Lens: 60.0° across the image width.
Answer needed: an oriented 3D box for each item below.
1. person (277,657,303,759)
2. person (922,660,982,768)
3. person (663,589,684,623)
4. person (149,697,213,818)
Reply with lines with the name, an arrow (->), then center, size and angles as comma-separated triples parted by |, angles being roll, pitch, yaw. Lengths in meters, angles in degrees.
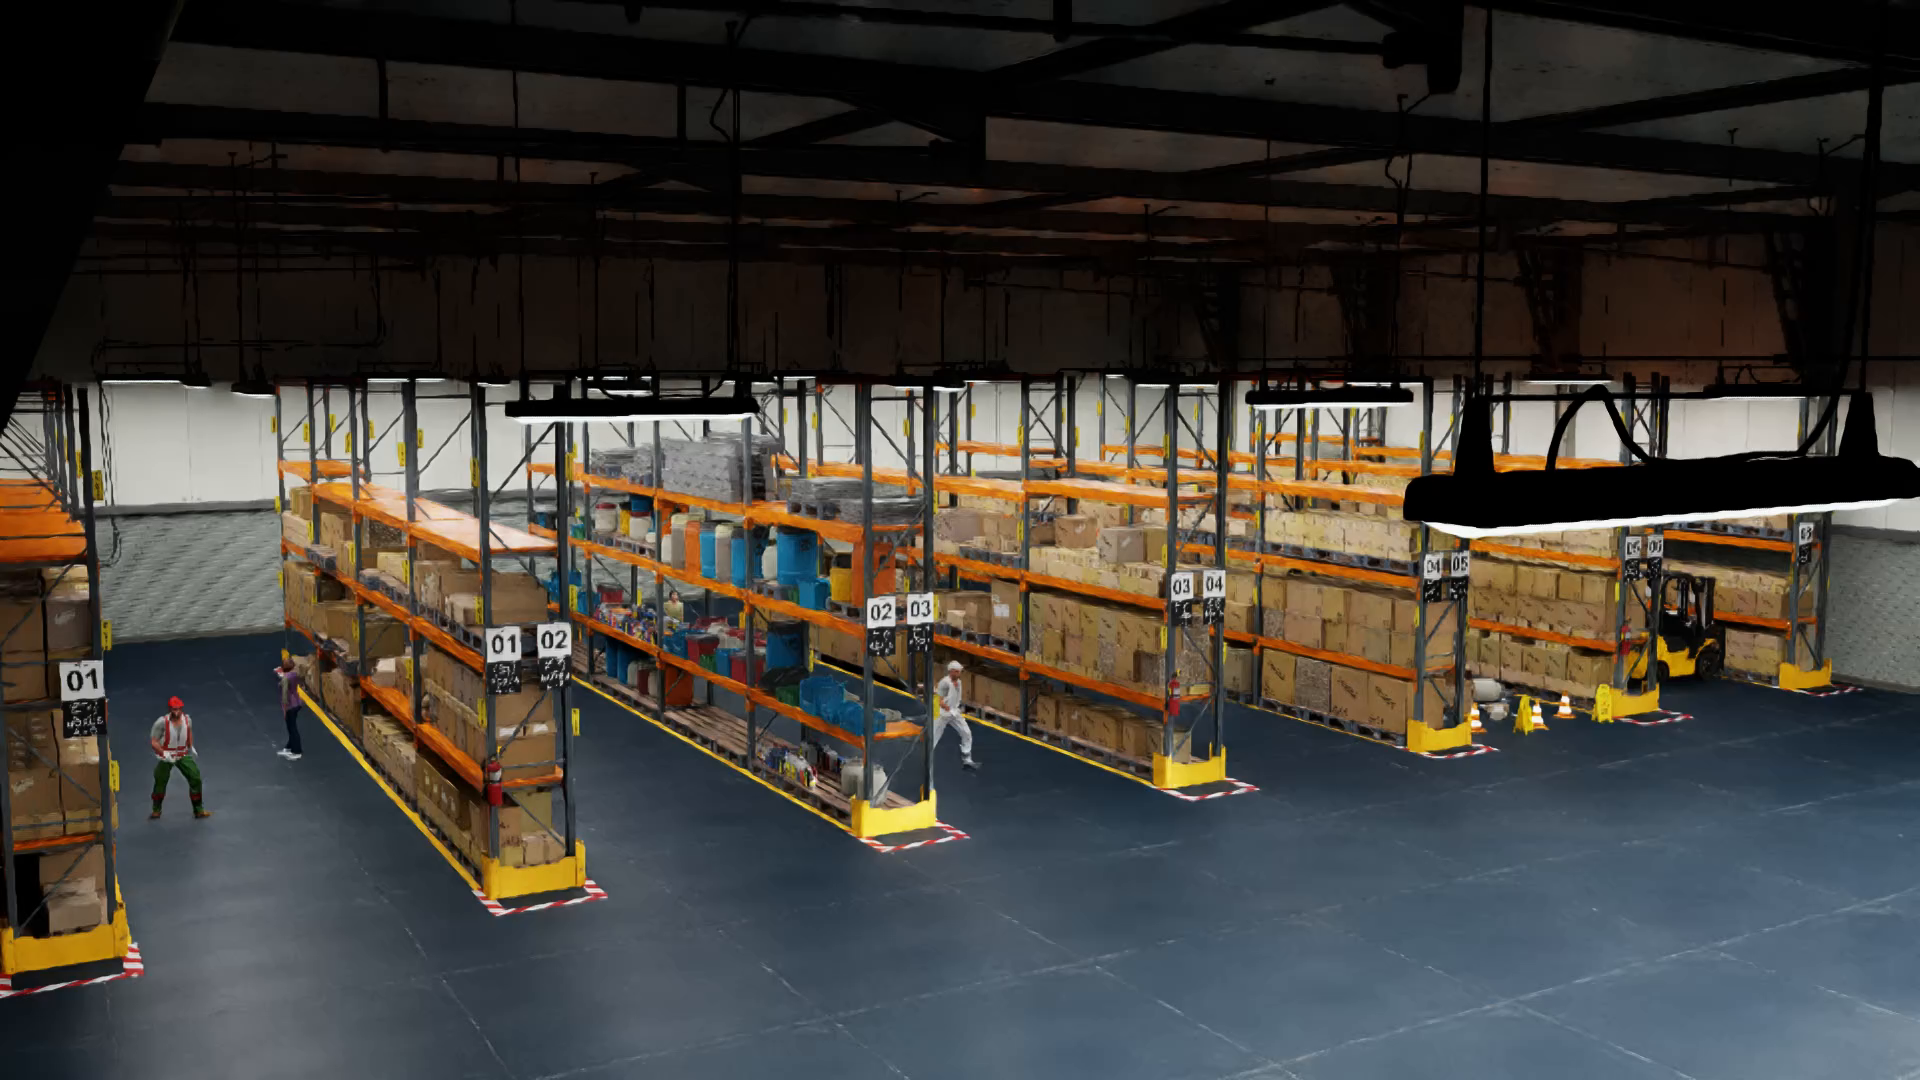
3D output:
person -> -10.632, 2.670, 26.326 | 0.450, 1.557, 0.467 | 0, 6, 1
person -> -0.171, 2.676, 25.540 | 0.822, 1.719, 0.688 | 6, 8, 43
person -> -5.879, 1.782, 34.235 | 0.446, 1.589, 1.110 | -4, 7, -32
person -> -10.775, 2.974, 22.815 | 0.838, 1.716, 0.686 | 6, 9, 44
